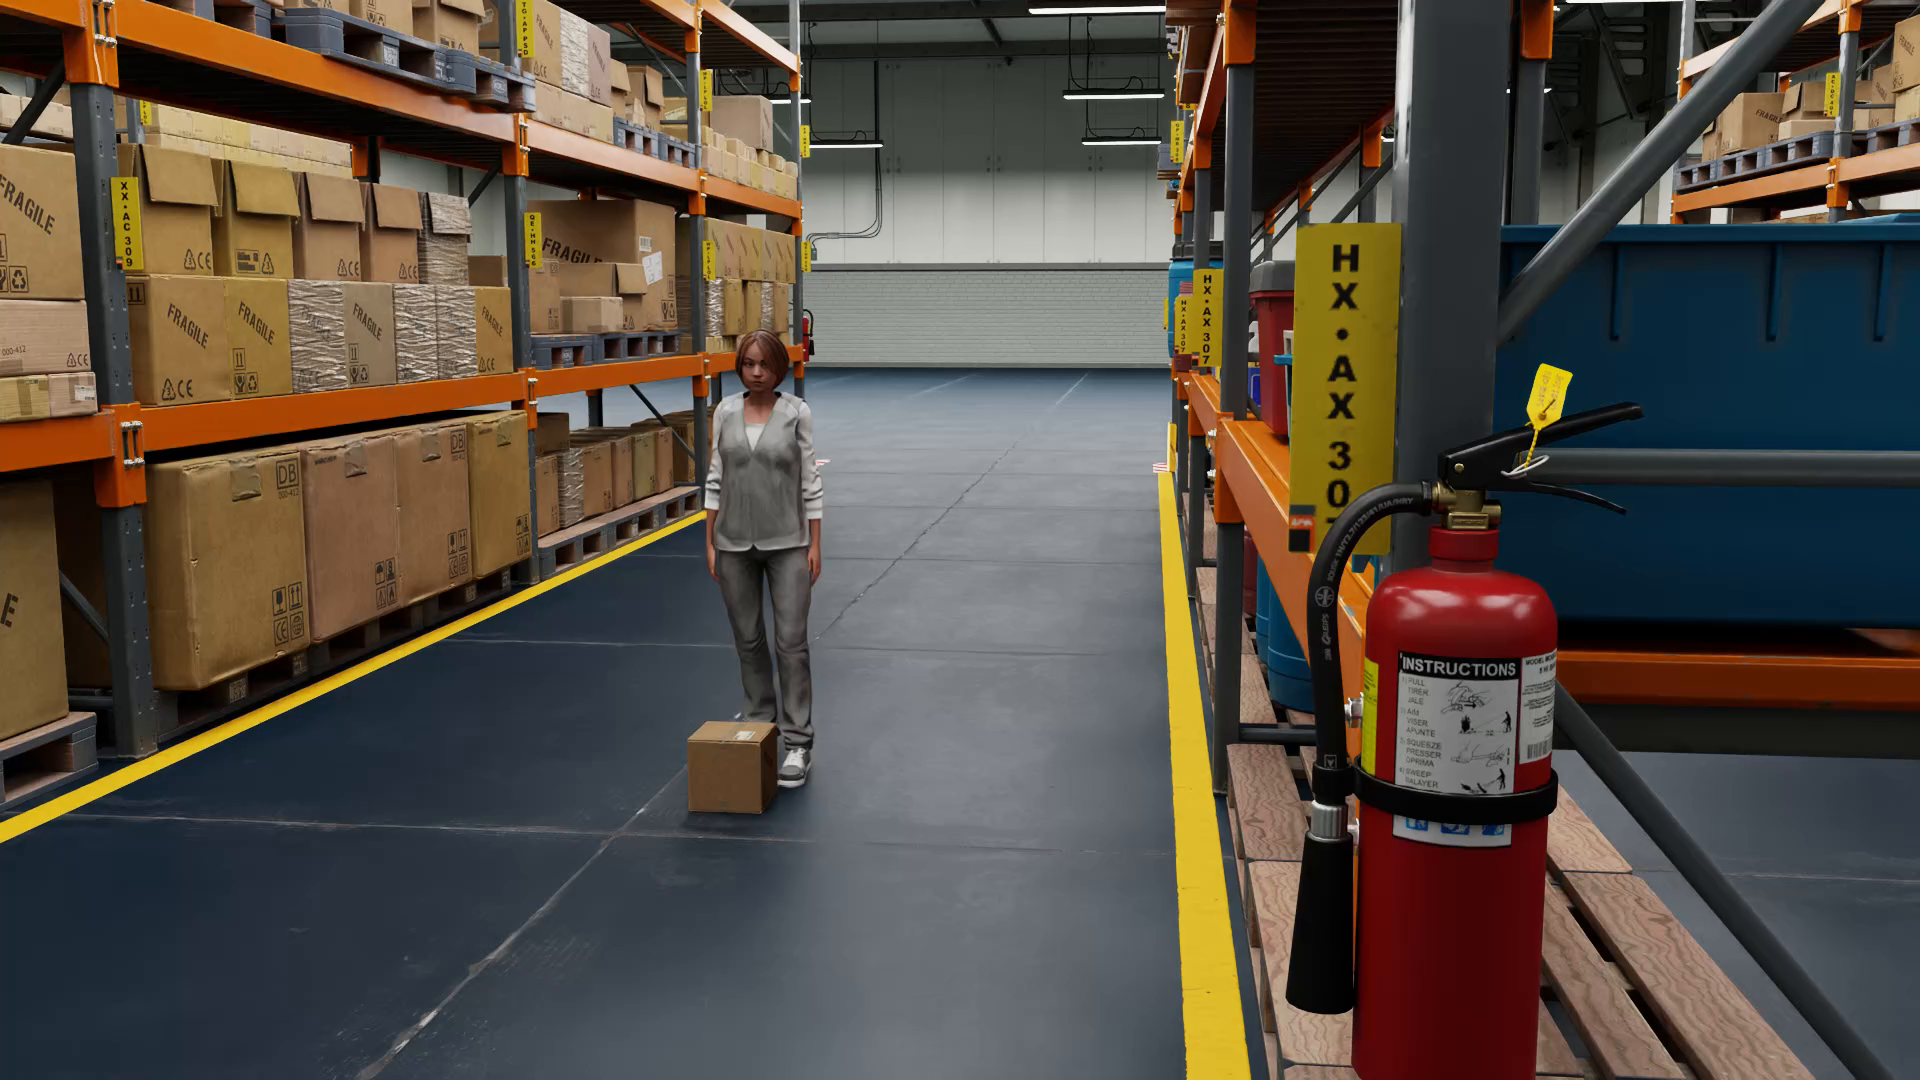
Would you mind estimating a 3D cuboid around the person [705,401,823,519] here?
[{"bbox_3d":[-0.713,-0.241,5.994,0.429,0.536,0.284,1,8,6],"label":"person"}]
